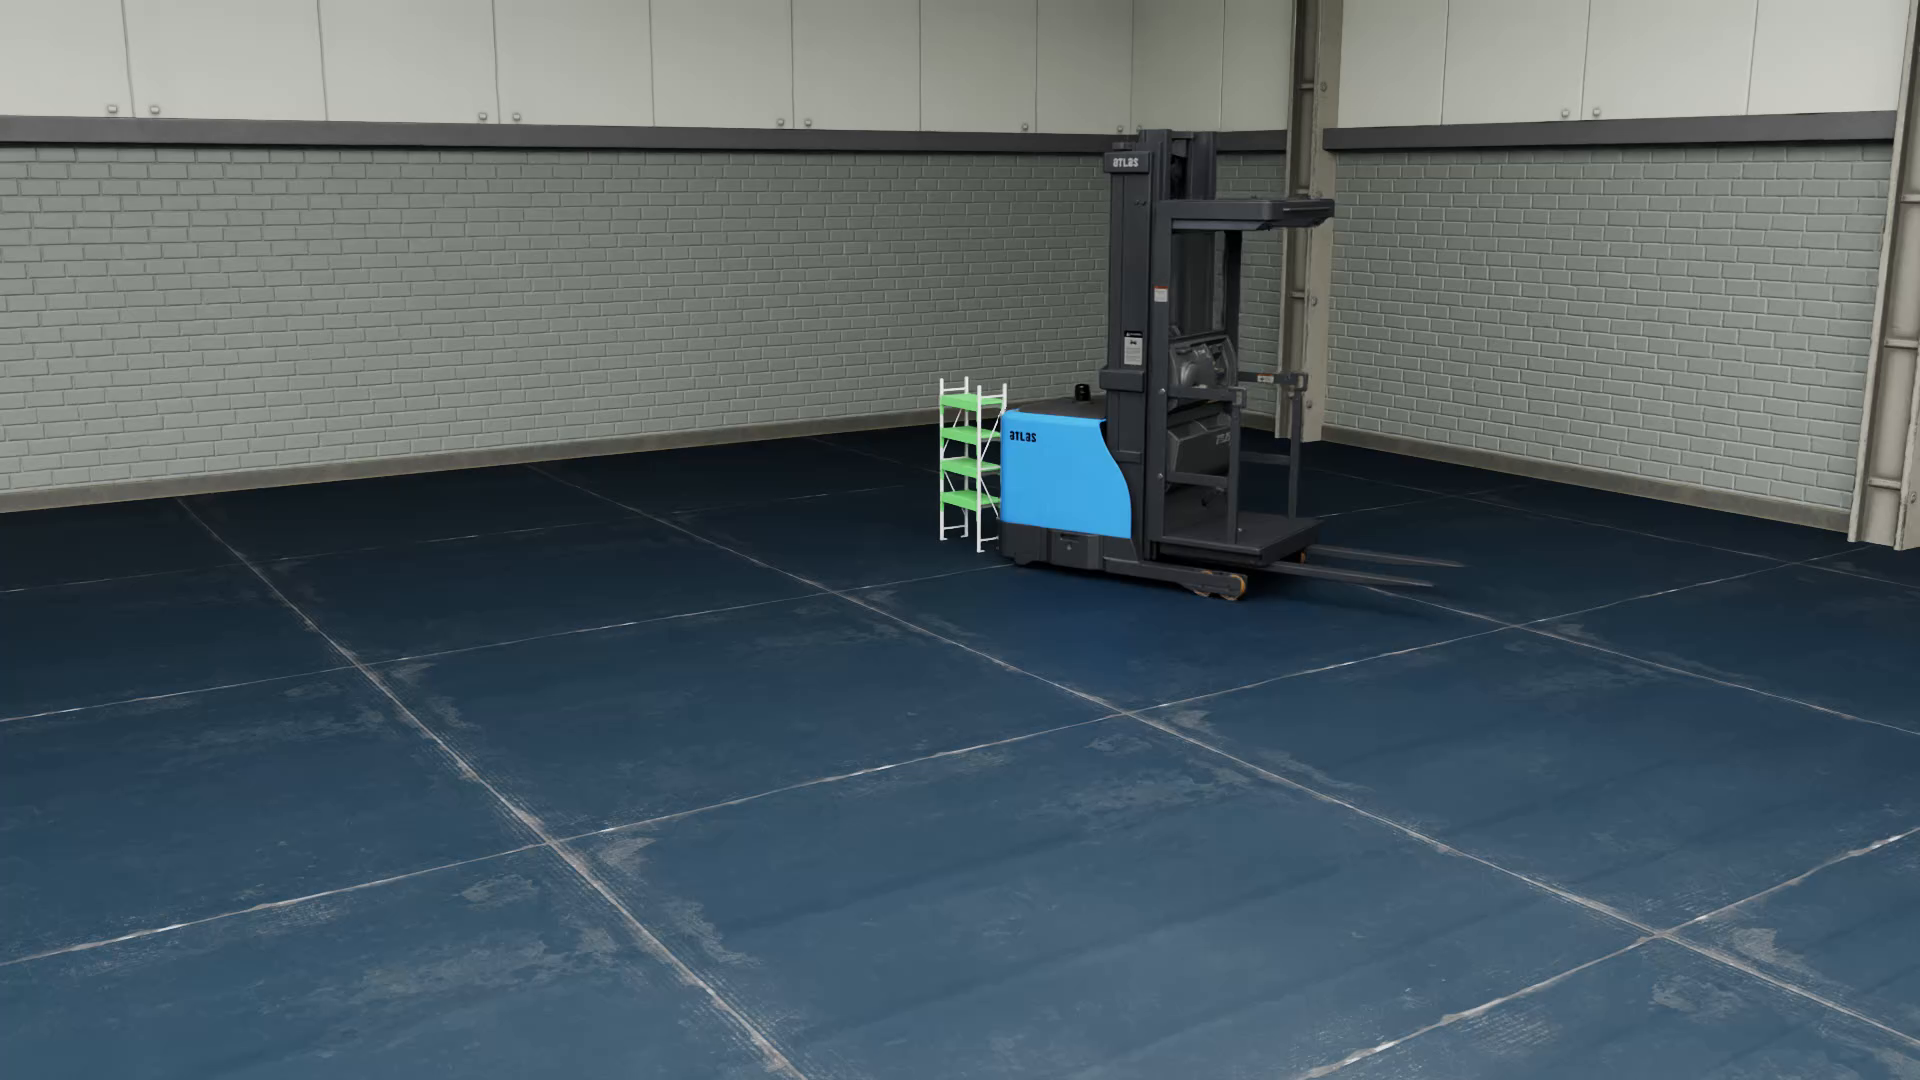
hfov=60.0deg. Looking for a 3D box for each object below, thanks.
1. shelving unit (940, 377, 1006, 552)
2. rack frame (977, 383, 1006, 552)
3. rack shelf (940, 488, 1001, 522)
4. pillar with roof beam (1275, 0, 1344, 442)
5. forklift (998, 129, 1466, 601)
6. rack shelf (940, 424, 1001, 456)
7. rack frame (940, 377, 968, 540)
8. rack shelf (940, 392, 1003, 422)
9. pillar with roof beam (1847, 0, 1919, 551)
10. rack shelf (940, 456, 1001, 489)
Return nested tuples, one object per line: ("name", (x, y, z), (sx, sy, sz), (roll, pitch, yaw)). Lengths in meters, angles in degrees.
("shelving unit", (0.092, -0.557, 12.099), (0.258, 1.200, 0.503), (-8, 15, -33))
("rack frame", (0.227, -0.513, 11.901), (0.240, 1.200, 0.015), (-8, 15, -33))
("rack shelf", (0.092, -0.260, 12.164), (0.258, 0.148, 0.480), (-8, 15, -33))
("pillar with roof beam", (-0.094, -4.930, 13.844), (9.100, 9.000, 0.400), (-8, 15, -33))
("forklift", (1.779, -1.175, 10.874), (3.031, 2.935, 1.130), (8, 15, 33))
("rack shelf", (0.092, -0.729, 12.061), (0.258, 0.148, 0.480), (-8, 15, -33))
("rack frame", (-0.043, -0.600, 12.297), (0.240, 1.200, 0.015), (-8, 15, -33))
("rack shelf", (0.092, -0.963, 12.010), (0.258, 0.148, 0.480), (-8, 15, -33))
("pillar with roof beam", (3.230, -3.863, 8.964), (9.100, 9.000, 0.400), (-8, 15, -33))
("rack shelf", (0.092, -0.494, 12.113), (0.258, 0.148, 0.480), (-8, 15, -33))
